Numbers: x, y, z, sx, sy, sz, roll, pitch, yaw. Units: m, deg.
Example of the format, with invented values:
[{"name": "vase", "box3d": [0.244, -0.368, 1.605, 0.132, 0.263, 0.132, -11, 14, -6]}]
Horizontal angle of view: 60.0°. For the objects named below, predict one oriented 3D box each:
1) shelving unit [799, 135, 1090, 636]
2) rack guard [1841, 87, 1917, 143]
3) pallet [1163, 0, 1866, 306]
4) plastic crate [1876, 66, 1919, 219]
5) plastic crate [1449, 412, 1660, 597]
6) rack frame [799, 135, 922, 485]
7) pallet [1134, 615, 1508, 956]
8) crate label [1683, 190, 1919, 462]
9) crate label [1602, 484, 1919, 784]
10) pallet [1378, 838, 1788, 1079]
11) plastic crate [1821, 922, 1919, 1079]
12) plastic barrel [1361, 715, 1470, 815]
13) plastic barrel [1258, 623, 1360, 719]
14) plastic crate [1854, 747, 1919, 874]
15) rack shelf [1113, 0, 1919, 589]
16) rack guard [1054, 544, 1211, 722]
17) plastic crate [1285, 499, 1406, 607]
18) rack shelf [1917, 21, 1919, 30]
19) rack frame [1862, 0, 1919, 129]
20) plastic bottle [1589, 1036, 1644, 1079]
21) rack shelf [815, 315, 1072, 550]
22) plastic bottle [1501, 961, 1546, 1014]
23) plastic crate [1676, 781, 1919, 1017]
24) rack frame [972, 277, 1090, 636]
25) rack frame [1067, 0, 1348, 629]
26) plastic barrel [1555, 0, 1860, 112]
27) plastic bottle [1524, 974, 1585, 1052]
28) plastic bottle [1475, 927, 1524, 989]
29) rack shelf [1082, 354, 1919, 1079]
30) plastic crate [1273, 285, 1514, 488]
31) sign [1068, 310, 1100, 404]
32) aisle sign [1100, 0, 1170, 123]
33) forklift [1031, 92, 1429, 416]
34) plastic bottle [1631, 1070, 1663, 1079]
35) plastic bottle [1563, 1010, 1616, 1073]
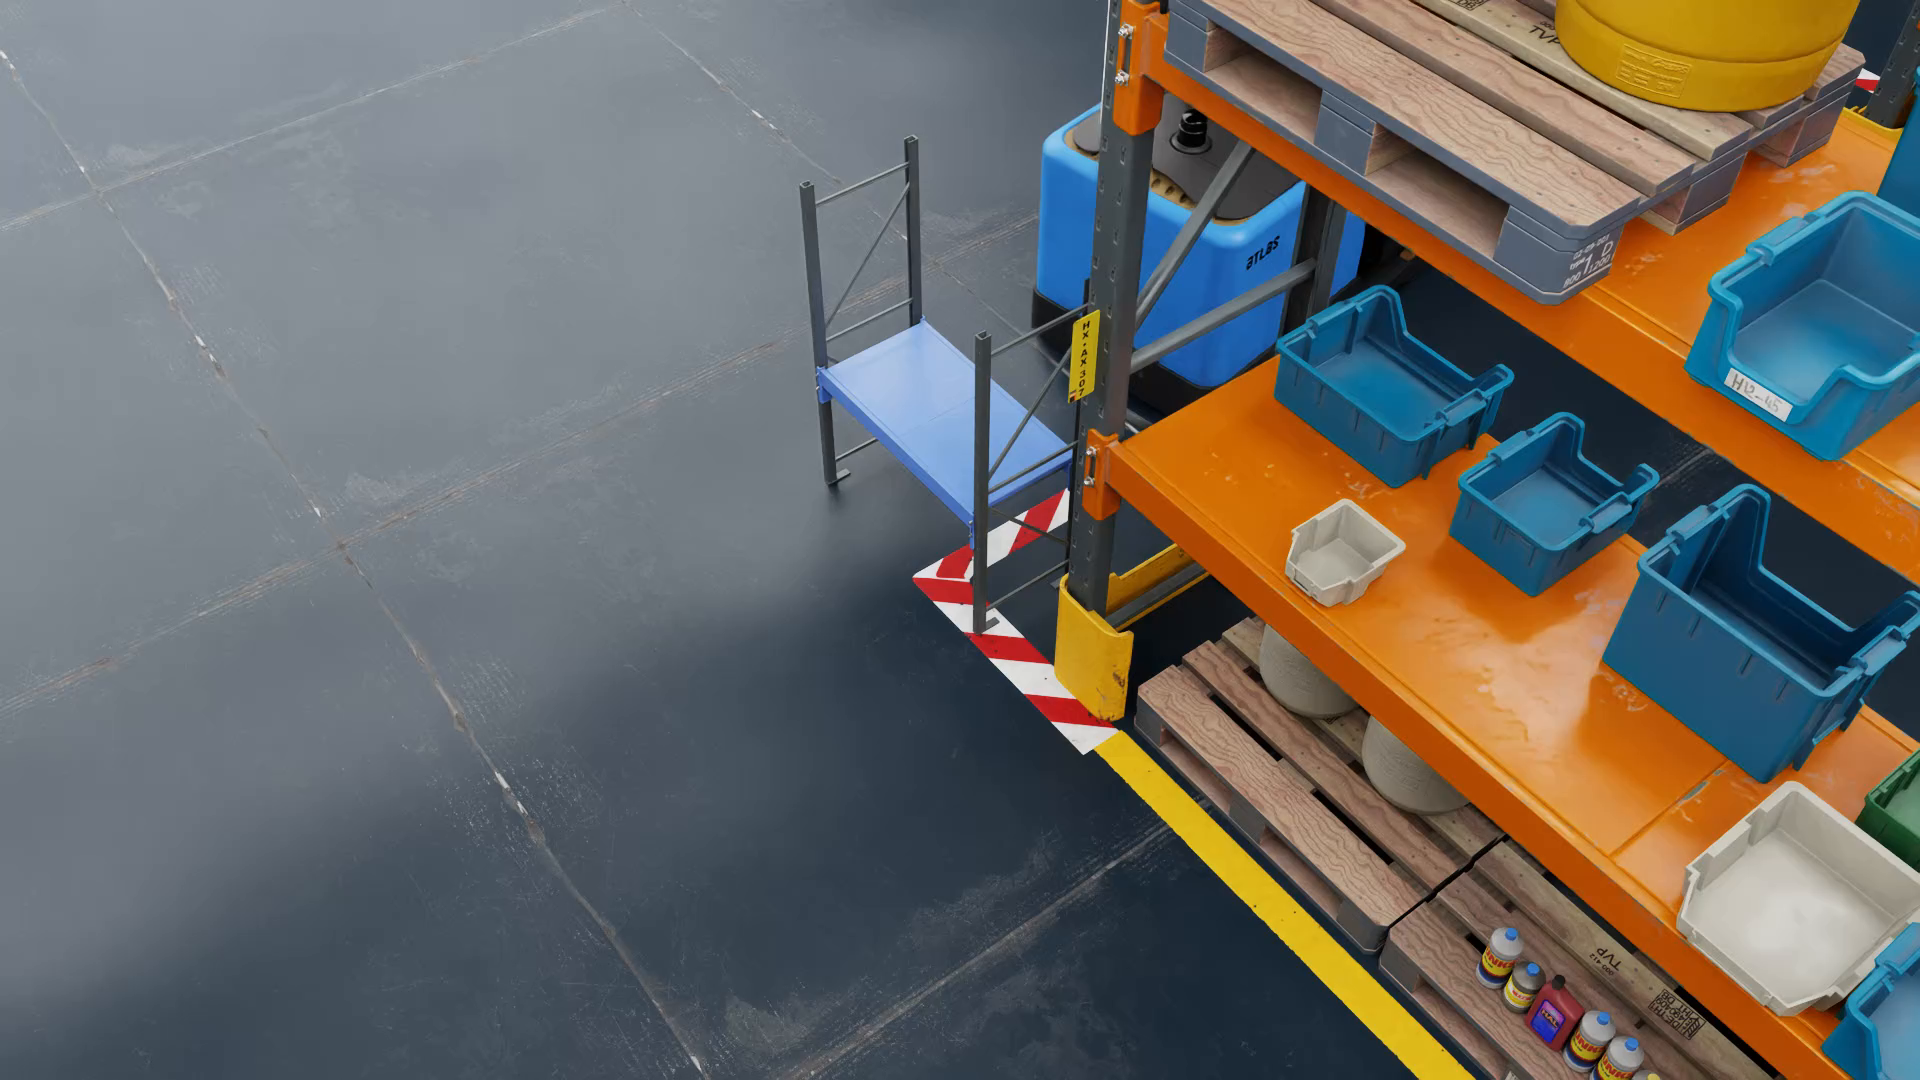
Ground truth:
[{"name": "shelving unit", "box3d": [-0.052, -0.554, 6.239, 0.538, 1.500, 1.048, -29, 54, -24]}, {"name": "rack guard", "box3d": [4.746, -2.098, 8.314, 1.175, 0.500, 0.348, -29, 54, -24]}, {"name": "pallet", "box3d": [1.239, -1.116, 3.839, 1.003, 0.211, 1.213, -29, 54, -24]}, {"name": "plastic crate", "box3d": [2.210, -0.717, 3.360, 0.392, 0.384, 0.575, -29, 54, -24]}, {"name": "plastic crate", "box3d": [1.746, -0.108, 4.922, 0.499, 0.251, 0.408, -29, 54, -24]}, {"name": "rack frame", "box3d": [-0.359, -0.854, 6.511, 0.500, 1.500, 0.032, -29, 54, -24]}, {"name": "pallet", "box3d": [1.387, 0.738, 5.938, 1.003, 0.211, 1.213, -29, 54, -24]}, {"name": "crate label", "box3d": [1.686, -0.410, 3.171, 0.502, 0.251, 0.408, -29, 54, -24]}, {"name": "crate label", "box3d": [2.146, 0.248, 4.475, 0.502, 0.435, 0.616, -29, 54, -24]}, {"name": "pallet", "box3d": [2.121, 1.457, 5.286, 1.003, 0.211, 1.213, -29, 54, -24]}, {"name": "plastic crate", "box3d": [2.352, 1.174, 3.761, 0.499, 0.251, 0.616, -29, 54, -24]}, {"name": "plastic barrel", "box3d": [1.579, 0.640, 5.540, 0.421, 0.512, 0.421, 0, 48, 0]}, {"name": "plastic barrel", "box3d": [1.275, 0.344, 5.808, 0.421, 0.512, 0.421, 0, 48, 0]}, {"name": "plastic crate", "box3d": [2.641, 0.799, 4.143, 0.450, 0.188, 0.662, -29, 54, -24]}, {"name": "rack shelf", "box3d": [2.027, -0.291, 3.449, 1.077, 0.370, 4.000, -29, 54, -24]}, {"name": "rack guard", "box3d": [0.899, 0.159, 6.267, 1.175, 0.500, 0.348, -29, 54, -24]}, {"name": "plastic crate", "box3d": [1.102, 0.057, 4.851, 0.298, 0.136, 0.250, -29, 54, -24]}, {"name": "rack shelf", "box3d": [5.971, -1.503, 6.572, 1.077, 0.370, 4.000, -29, 54, -24]}, {"name": "rack frame", "box3d": [4.760, -2.924, 7.375, 1.000, 3.000, 0.127, -29, 54, -24]}, {"name": "plastic bottle", "box3d": [1.934, 1.535, 4.878, 0.097, 0.271, 0.097, 0, 48, 0]}, {"name": "rack shelf", "box3d": [-0.052, -0.433, 6.372, 0.538, 0.185, 1.000, -29, 54, -24]}, {"name": "plastic bottle", "box3d": [1.728, 1.358, 5.085, 0.097, 0.201, 0.097, 0, 48, 0]}, {"name": "plastic crate", "box3d": [2.053, 0.899, 4.087, 0.530, 0.136, 0.437, -29, 54, -24]}, {"name": "rack frame", "box3d": [0.256, -0.254, 5.967, 0.500, 1.500, 0.032, -29, 54, -24]}, {"name": "rack frame", "box3d": [0.816, -0.704, 5.362, 1.000, 3.000, 0.127, -29, 54, -24]}, {"name": "plastic barrel", "box3d": [1.607, -1.301, 3.468, 0.600, 0.588, 0.600, 0, 48, 0]}, {"name": "plastic bottle", "box3d": [1.788, 1.411, 4.981, 0.061, 0.283, 0.133, -29, 54, -23]}, {"name": "plastic bottle", "box3d": [1.666, 1.273, 5.114, 0.097, 0.271, 0.097, 0, 48, 0]}, {"name": "rack shelf", "box3d": [2.027, 0.717, 4.560, 1.077, 0.370, 4.000, -29, 54, -24]}, {"name": "plastic crate", "box3d": [1.357, -0.493, 5.272, 0.499, 0.251, 0.616, -29, 54, -24]}, {"name": "sign", "box3d": [0.375, -0.553, 5.038, 0.100, 0.325, 0.005, -29, 54, -24]}, {"name": "aisle sign", "box3d": [0.539, -1.488, 4.319, 0.394, 0.787, 0.004, -29, 54, -24]}, {"name": "forklift", "box3d": [1.698, -2.449, 6.990, 1.130, 2.935, 3.031, 35, 57, 27]}, {"name": "plastic bottle", "box3d": [1.994, 1.616, 4.851, 0.097, 0.201, 0.097, 0, 48, 0]}, {"name": "plastic bottle", "box3d": [1.873, 1.476, 4.931, 0.097, 0.271, 0.097, 0, 48, 0]}]
